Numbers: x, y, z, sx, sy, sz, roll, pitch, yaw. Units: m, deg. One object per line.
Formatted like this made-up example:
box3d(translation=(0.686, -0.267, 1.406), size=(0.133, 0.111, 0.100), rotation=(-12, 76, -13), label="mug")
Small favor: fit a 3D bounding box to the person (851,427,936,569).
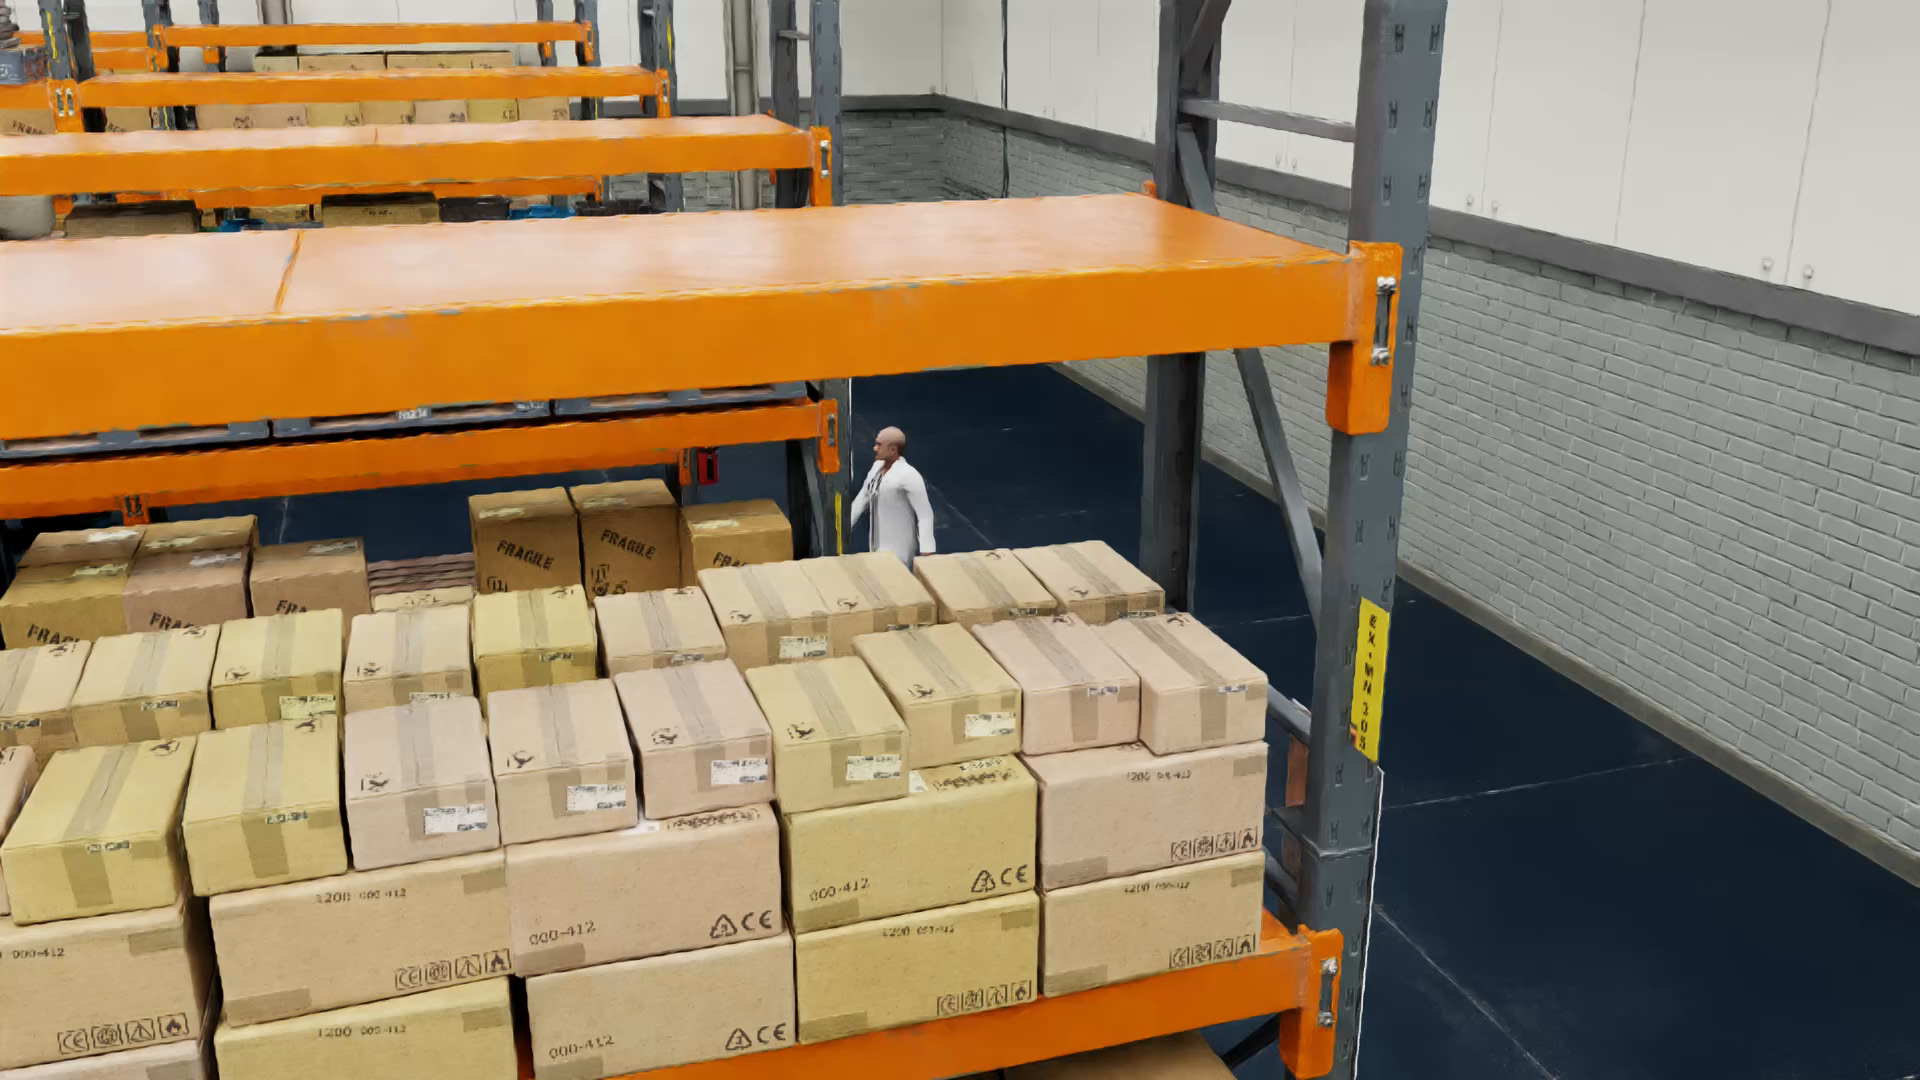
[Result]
box3d(translation=(-0.553, 0.064, 11.944), size=(0.913, 1.772, 0.777), rotation=(-11, 22, -29), label="person")
